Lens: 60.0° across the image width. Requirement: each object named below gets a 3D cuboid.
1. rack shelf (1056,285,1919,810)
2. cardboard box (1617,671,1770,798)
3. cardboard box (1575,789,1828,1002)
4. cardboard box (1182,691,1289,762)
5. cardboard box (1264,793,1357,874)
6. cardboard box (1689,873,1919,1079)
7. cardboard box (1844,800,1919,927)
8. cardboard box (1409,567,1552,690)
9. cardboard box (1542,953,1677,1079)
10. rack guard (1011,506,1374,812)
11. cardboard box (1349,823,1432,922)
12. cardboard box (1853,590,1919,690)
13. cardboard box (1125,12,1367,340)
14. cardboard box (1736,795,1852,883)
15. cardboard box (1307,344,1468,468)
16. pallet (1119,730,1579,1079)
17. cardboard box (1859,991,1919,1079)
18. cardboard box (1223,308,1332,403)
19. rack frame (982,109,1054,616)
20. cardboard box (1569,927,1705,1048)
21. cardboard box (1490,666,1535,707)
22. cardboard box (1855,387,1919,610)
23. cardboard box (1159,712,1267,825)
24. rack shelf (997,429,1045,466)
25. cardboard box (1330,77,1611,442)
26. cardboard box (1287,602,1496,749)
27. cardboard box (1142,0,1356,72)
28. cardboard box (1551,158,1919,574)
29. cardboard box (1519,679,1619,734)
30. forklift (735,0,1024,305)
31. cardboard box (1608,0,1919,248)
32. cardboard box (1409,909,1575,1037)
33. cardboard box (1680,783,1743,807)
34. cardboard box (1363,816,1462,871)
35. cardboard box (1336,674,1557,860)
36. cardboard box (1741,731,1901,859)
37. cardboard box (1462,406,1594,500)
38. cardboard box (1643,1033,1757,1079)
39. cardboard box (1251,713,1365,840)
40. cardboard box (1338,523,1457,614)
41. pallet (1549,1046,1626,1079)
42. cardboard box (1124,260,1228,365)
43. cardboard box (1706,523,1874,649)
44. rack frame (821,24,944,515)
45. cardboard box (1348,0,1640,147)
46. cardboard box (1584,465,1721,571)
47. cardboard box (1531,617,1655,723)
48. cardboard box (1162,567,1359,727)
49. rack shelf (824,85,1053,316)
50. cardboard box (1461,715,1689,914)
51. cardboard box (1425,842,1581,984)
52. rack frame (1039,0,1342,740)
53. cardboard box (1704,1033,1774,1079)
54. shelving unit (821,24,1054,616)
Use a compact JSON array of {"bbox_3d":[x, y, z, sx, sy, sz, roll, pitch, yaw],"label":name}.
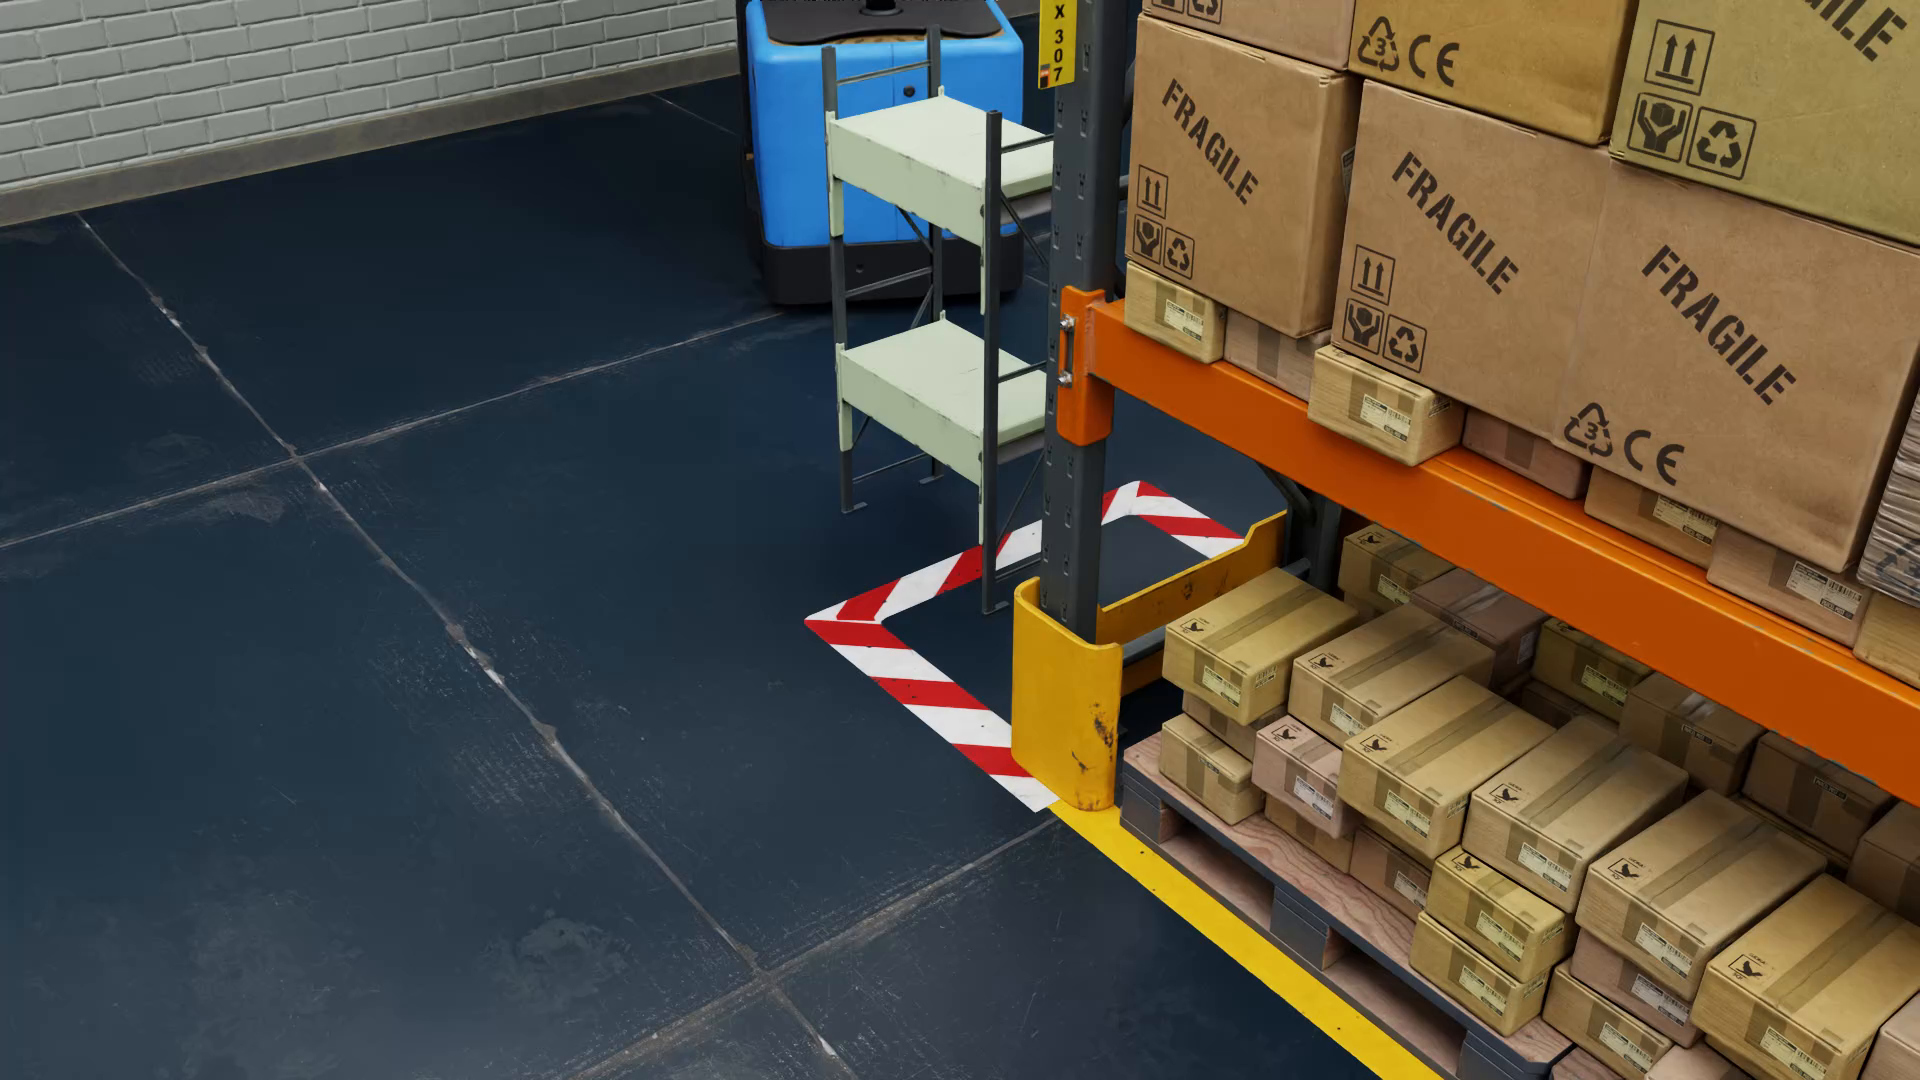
[{"bbox_3d":[1.854,0.266,2.660,1.077,0.370,4.000,-22,38,-31],"label":"rack shelf"},{"bbox_3d":[1.629,0.364,3.561,0.380,0.149,0.250,-24,39,-33],"label":"cardboard box"},{"bbox_3d":[1.378,0.653,3.096,0.380,0.149,0.250,-21,37,-30],"label":"cardboard box"},{"bbox_3d":[0.746,0.335,3.890,0.380,0.149,0.250,-21,37,-29],"label":"cardboard box"},{"bbox_3d":[0.921,0.564,3.802,0.380,0.149,0.250,-22,38,-32],"label":"cardboard box"},{"bbox_3d":[1.503,0.777,2.895,0.380,0.149,0.250,-22,38,-31],"label":"cardboard box"},{"bbox_3d":[1.911,0.604,3.175,0.380,0.149,0.250,-24,39,-33],"label":"cardboard box"},{"bbox_3d":[1.261,0.169,3.875,0.380,0.149,0.250,-21,38,-30],"label":"cardboard box"},{"bbox_3d":[1.380,0.883,3.289,0.380,0.149,0.250,-22,38,-31],"label":"cardboard box"},{"bbox_3d":[0.674,0.221,4.421,1.175,0.500,0.348,-22,38,-31],"label":"rack guard"},{"bbox_3d":[1.079,0.666,3.639,0.380,0.149,0.250,-22,38,-31],"label":"cardboard box"},{"bbox_3d":[1.564,0.109,2.470,0.380,0.149,0.250,-21,37,-30],"label":"cardboard box"},{"bbox_3d":[0.684,-0.765,3.262,0.500,0.500,0.500,-20,37,-29],"label":"cardboard box"},{"bbox_3d":[1.824,0.589,3.481,0.380,0.149,0.250,-22,38,-31],"label":"cardboard box"},{"bbox_3d":[0.878,-0.303,3.133,0.380,0.149,0.250,-23,39,-33],"label":"cardboard box"},{"bbox_3d":[1.144,0.693,3.933,1.003,0.211,1.213,-22,38,-31],"label":"pallet"},{"bbox_3d":[1.733,0.851,2.776,0.380,0.149,0.250,-22,38,-31],"label":"cardboard box"},{"bbox_3d":[0.756,-0.432,3.341,0.380,0.149,0.250,-21,37,-30],"label":"cardboard box"},{"bbox_3d":[0.229,-0.482,4.604,0.400,1.500,0.023,-22,38,-31],"label":"rack frame"},{"bbox_3d":[1.399,0.763,3.201,0.380,0.149,0.250,-24,39,-34],"label":"cardboard box"},{"bbox_3d":[1.294,0.287,3.966,0.380,0.149,0.250,-23,39,-32],"label":"cardboard box"},{"bbox_3d":[1.641,-0.132,2.242,0.500,0.500,0.500,-23,39,-33],"label":"cardboard box"},{"bbox_3d":[0.696,0.482,3.935,0.380,0.149,0.250,-21,38,-30],"label":"cardboard box"},{"bbox_3d":[0.004,-0.418,4.984,0.332,0.071,0.664,-22,38,-31],"label":"rack shelf"},{"bbox_3d":[1.033,-0.550,2.916,0.500,0.500,0.500,-22,38,-31],"label":"cardboard box"},{"bbox_3d":[0.944,0.311,3.646,0.380,0.149,0.250,-22,38,-31],"label":"cardboard box"},{"bbox_3d":[0.693,-1.193,3.004,0.500,0.500,0.500,-23,38,-32],"label":"cardboard box"},{"bbox_3d":[1.323,-0.342,2.581,0.500,0.500,0.500,-22,38,-31],"label":"cardboard box"},{"bbox_3d":[1.496,0.377,3.822,0.380,0.149,0.250,-24,39,-33],"label":"cardboard box"},{"bbox_3d":[-0.477,-2.917,7.229,1.129,2.867,3.031,-5,32,-7],"label":"forklift"},{"bbox_3d":[1.309,-0.761,2.308,0.500,0.500,0.500,-23,39,-32],"label":"cardboard box"},{"bbox_3d":[1.149,0.808,3.411,0.380,0.149,0.250,-22,38,-31],"label":"cardboard box"},{"bbox_3d":[1.580,0.522,3.588,0.380,0.149,0.250,-23,38,-32],"label":"cardboard box"},{"bbox_3d":[1.089,0.541,3.559,0.380,0.149,0.250,-22,38,-31],"label":"cardboard box"},{"bbox_3d":[0.998,0.458,3.410,0.380,0.149,0.250,-22,38,-32],"label":"cardboard box"},{"bbox_3d":[1.837,0.458,3.409,0.380,0.149,0.250,-21,37,-30],"label":"cardboard box"},{"bbox_3d":[1.146,-0.239,3.030,0.380,0.149,0.250,-20,37,-29],"label":"cardboard box"},{"bbox_3d":[1.465,1.015,3.077,0.380,0.149,0.250,-24,39,-34],"label":"cardboard box"},{"bbox_3d":[0.869,0.467,3.677,0.380,0.149,0.250,-22,38,-32],"label":"cardboard box"},{"bbox_3d":[1.152,0.046,4.073,0.380,0.149,0.250,-22,38,-31],"label":"cardboard box"},{"bbox_3d":[1.888,1.202,3.115,1.003,0.211,1.213,-22,38,-31],"label":"pallet"},{"bbox_3d":[0.567,-0.525,3.490,0.380,0.149,0.250,-23,38,-32],"label":"cardboard box"},{"bbox_3d":[1.422,-0.006,2.655,0.380,0.149,0.250,-23,39,-32],"label":"cardboard box"},{"bbox_3d":[-0.220,-0.787,5.095,0.400,1.500,0.023,-22,38,-31],"label":"rack frame"},{"bbox_3d":[1.007,-0.985,2.669,0.500,0.500,0.500,-21,38,-30],"label":"cardboard box"},{"bbox_3d":[1.293,-0.118,2.835,0.380,0.149,0.250,-23,38,-32],"label":"cardboard box"},{"bbox_3d":[1.520,0.236,3.767,0.380,0.149,0.250,-23,39,-32],"label":"cardboard box"},{"bbox_3d":[0.680,0.235,3.768,0.380,0.149,0.250,-24,39,-33],"label":"cardboard box"},{"bbox_3d":[0.004,-0.966,4.644,0.431,0.370,0.720,-22,38,-31],"label":"rack shelf"},{"bbox_3d":[1.215,0.534,3.287,0.380,0.149,0.250,-24,39,-34],"label":"cardboard box"},{"bbox_3d":[1.161,0.683,3.330,0.380,0.149,0.250,-21,38,-30],"label":"cardboard box"},{"bbox_3d":[0.627,-0.873,3.812,1.000,3.000,0.127,-22,38,-31],"label":"rack frame"},{"bbox_3d":[1.598,0.862,3.041,0.380,0.149,0.250,-20,37,-29],"label":"cardboard box"},{"bbox_3d":[0.004,-0.634,4.850,0.431,1.500,0.755,-22,38,-31],"label":"shelving unit"}]
